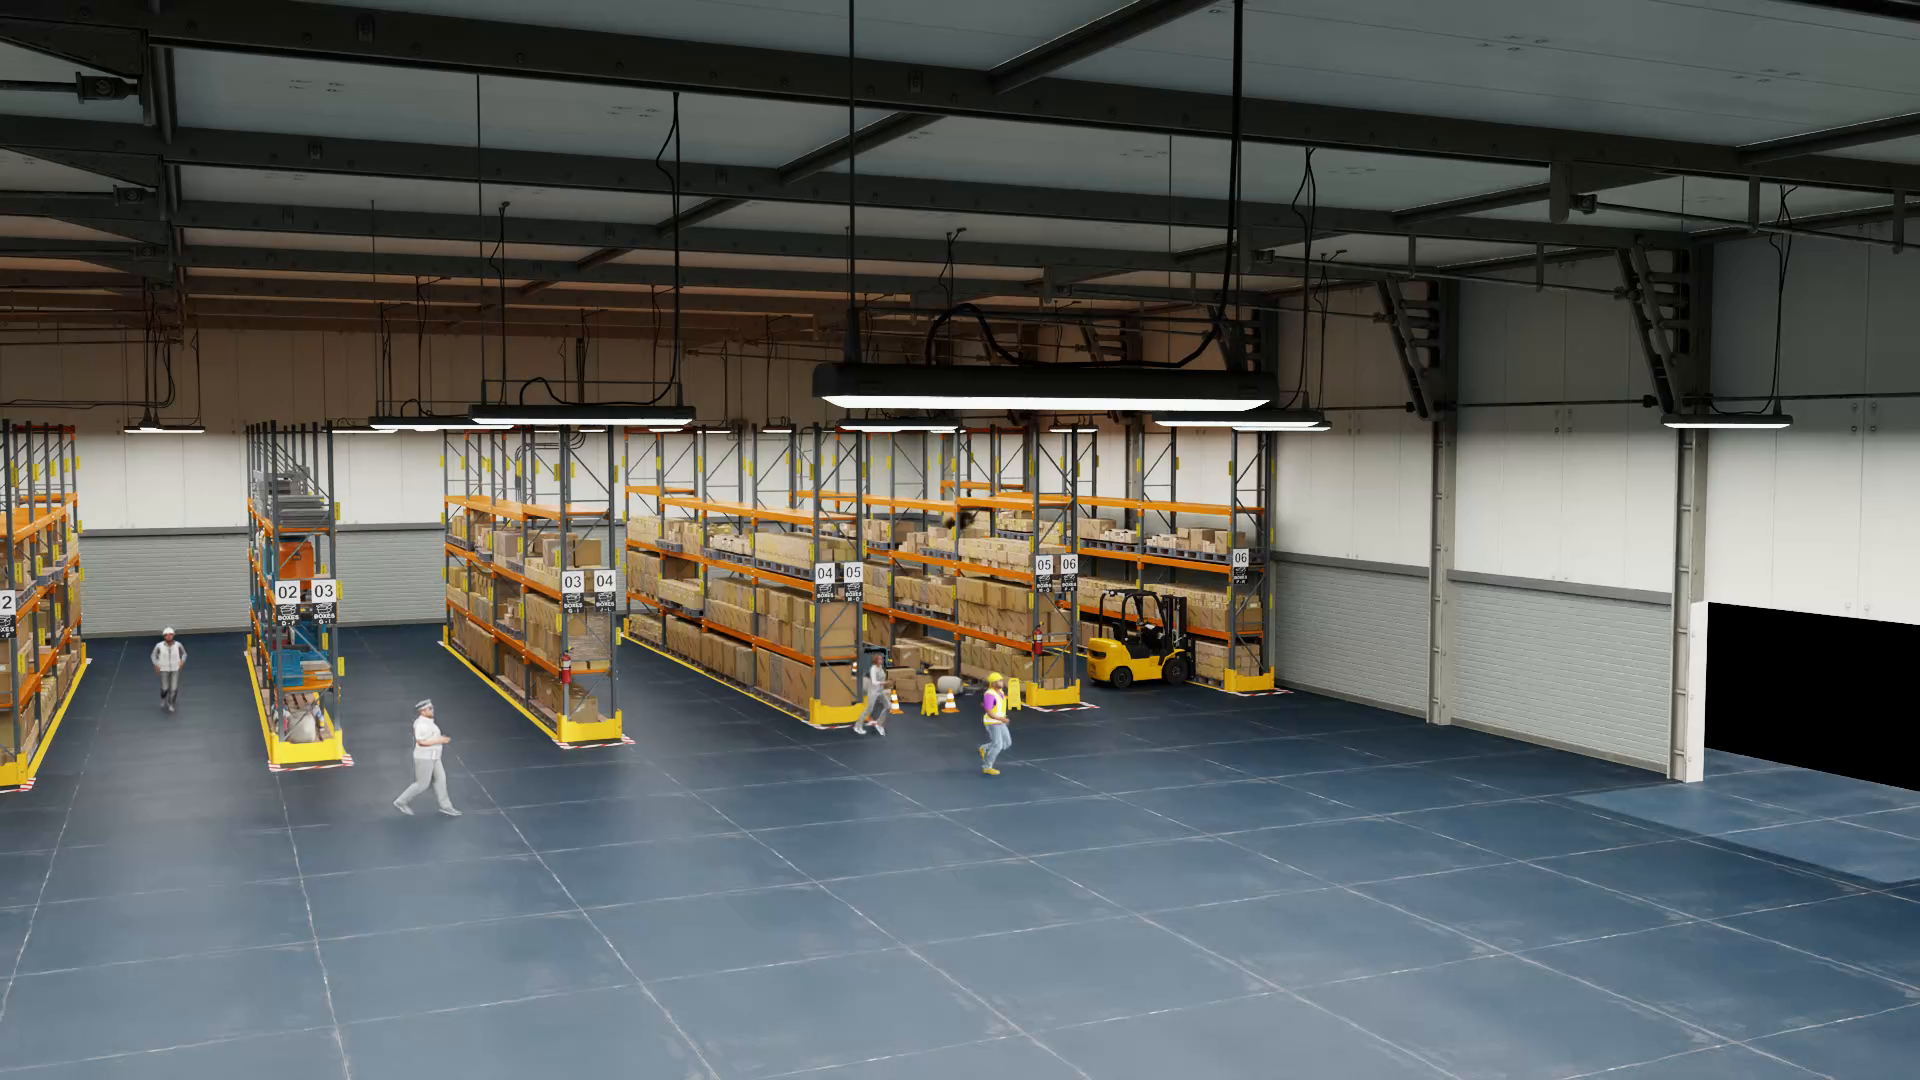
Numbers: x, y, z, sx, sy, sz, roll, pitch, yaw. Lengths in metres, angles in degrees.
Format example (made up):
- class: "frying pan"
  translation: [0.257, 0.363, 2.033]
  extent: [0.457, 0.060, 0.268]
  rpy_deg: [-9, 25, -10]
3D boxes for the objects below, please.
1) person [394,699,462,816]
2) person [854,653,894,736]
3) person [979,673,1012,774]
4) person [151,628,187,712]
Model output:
- class: "person"
  translation: [-7.962, 3.263, 24.839]
  extent: [0.966, 1.788, 0.659]
  rpy_deg: [0, 4, -4]
- class: "person"
  translation: [-1.603, 2.941, 31.670]
  extent: [0.814, 1.596, 0.549]
  rpy_deg: [2, 4, 26]
- class: "person"
  translation: [0.612, 3.102, 28.206]
  extent: [0.651, 1.722, 0.719]
  rpy_deg: [1, 4, 21]
- class: "person"
  translation: [-16.421, 2.698, 34.572]
  extent: [0.676, 1.743, 0.576]
  rpy_deg: [-2, 4, -33]
